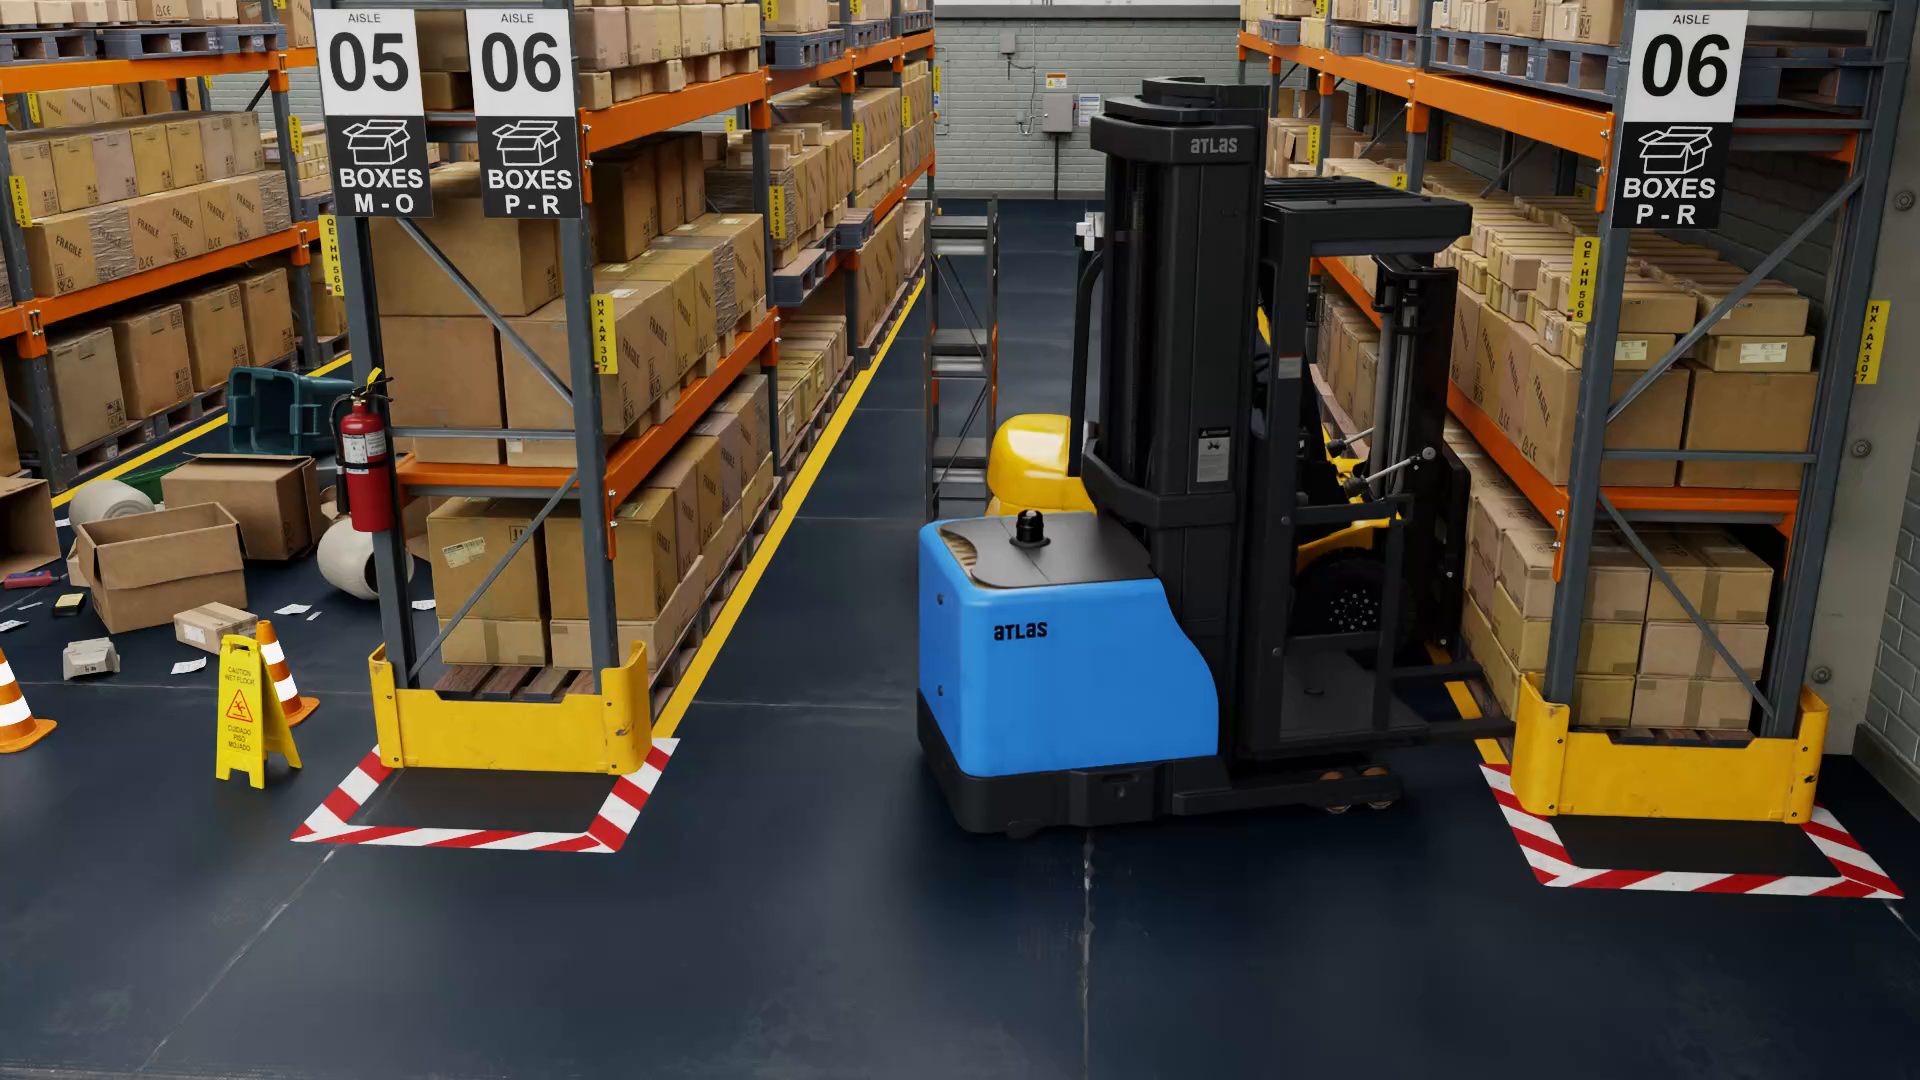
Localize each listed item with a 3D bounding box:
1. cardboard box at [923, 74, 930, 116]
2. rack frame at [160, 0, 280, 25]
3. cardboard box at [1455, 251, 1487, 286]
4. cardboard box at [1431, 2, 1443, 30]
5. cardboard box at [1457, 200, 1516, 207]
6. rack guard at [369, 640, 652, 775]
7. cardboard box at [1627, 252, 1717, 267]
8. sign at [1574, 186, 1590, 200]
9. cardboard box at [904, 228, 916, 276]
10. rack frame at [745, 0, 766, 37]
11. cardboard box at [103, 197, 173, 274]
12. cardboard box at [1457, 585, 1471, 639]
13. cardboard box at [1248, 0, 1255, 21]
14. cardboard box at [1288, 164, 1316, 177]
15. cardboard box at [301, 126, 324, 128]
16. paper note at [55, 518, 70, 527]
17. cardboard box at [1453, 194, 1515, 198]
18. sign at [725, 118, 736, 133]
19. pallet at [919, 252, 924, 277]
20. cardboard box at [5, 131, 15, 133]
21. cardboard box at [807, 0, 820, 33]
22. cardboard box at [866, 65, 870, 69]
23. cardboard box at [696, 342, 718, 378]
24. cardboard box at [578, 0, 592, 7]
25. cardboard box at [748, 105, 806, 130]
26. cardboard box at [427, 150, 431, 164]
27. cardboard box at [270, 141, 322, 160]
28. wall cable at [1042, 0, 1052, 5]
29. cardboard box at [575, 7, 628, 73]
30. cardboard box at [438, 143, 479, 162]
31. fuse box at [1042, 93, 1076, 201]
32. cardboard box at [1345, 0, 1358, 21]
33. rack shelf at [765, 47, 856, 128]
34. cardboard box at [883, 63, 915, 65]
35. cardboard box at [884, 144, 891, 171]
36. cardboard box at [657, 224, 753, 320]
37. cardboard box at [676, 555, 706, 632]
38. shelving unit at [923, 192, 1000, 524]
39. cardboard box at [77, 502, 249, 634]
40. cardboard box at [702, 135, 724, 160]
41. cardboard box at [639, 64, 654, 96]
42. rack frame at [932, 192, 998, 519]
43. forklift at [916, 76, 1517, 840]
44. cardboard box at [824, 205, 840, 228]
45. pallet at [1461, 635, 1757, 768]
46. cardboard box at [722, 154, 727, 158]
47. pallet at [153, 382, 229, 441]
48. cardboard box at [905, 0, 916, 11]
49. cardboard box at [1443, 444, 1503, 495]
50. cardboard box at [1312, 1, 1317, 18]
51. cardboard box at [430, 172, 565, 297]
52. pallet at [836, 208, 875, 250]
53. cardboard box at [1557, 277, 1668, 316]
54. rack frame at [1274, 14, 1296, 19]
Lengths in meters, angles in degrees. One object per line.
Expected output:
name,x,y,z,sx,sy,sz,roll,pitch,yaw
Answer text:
cardboard box,-0.652,-5.612,20.966,0.500,0.500,0.500,1,18,4
rack frame,-6.365,-5.853,13.833,1.000,3.000,0.127,1,18,4
cardboard box,2.838,-1.436,8.787,0.380,0.149,0.250,1,18,2
cardboard box,2.909,-2.991,9.486,0.380,0.149,0.250,2,18,5
cardboard box,3.014,-1.892,9.699,0.380,0.149,0.250,2,18,5
rack guard,-1.989,0.726,7.404,1.175,0.500,0.348,1,18,4
cardboard box,3.278,-1.247,7.731,0.380,0.149,0.250,2,18,6
sign,3.798,-2.008,10.216,0.100,0.325,0.005,1,18,4
cardboard box,-0.982,-3.340,19.238,0.875,0.438,0.875,1,18,3
rack frame,-1.707,-4.531,9.800,1.000,3.000,0.127,1,18,4
cardboard box,-6.272,-2.276,12.392,0.500,0.500,0.500,1,18,4
cardboard box,2.766,0.316,8.382,0.500,0.250,0.500,1,18,5
cardboard box,3.735,-6.345,19.914,0.500,0.250,0.500,1,18,2
cardboard box,3.284,-3.276,15.171,0.500,0.250,0.500,0,18,1
cardboard box,-6.638,-4.172,17.111,0.380,0.149,0.250,1,18,3
paper note,-5.797,-0.120,10.739,0.147,0.020,0.142,-13,22,-34
cardboard box,3.571,-2.270,11.332,0.380,0.149,0.250,1,18,3
sign,-1.974,-3.484,14.380,0.100,0.325,0.005,1,18,4
pallet,-0.916,-3.454,20.626,1.003,0.211,1.213,1,18,4
cardboard box,-10.779,-4.282,18.514,0.500,0.500,0.500,1,18,4
cardboard box,-1.230,-3.564,11.232,0.500,0.250,0.500,1,18,3
cardboard box,-1.272,-5.571,19.800,0.380,0.149,0.250,1,18,4
cardboard box,-1.526,-0.979,8.998,0.380,0.149,0.250,1,18,4
cardboard box,-1.763,-2.308,6.954,0.380,0.149,0.250,1,18,4
cardboard box,-1.644,-3.612,14.862,0.500,0.500,0.500,1,18,2
cardboard box,-5.927,-4.116,17.896,0.380,0.149,0.250,1,18,4
cardboard box,-6.122,-3.587,15.328,0.380,0.149,0.250,1,18,2
wall cable,2.806,-9.957,26.300,2.988,3.039,0.133,1,18,4
cardboard box,-1.692,-2.084,6.911,0.500,0.250,0.500,1,18,3
cardboard box,-5.791,-4.581,18.949,0.500,0.500,0.500,1,18,3
fuse box,1.619,-6.455,27.374,0.539,1.711,0.414,1,18,4
cardboard box,3.299,-4.155,12.472,0.700,0.500,0.500,1,18,3
rack shelf,-1.564,-3.385,12.275,1.077,0.370,4.000,1,18,4
cardboard box,-0.750,-5.804,20.511,0.380,0.149,0.250,1,18,3
cardboard box,-0.982,-3.873,16.862,0.500,0.250,0.500,2,18,5
cardboard box,-1.521,-1.566,9.746,0.500,0.500,0.500,2,18,6
cardboard box,-1.616,0.266,8.535,0.500,0.250,0.500,2,18,6
shelving unit,0.012,-1.049,10.253,0.431,2.100,0.503,1,18,4
cardboard box,-4.393,0.146,9.169,0.797,0.503,0.637,-13,22,-34
cardboard box,-1.863,-2.740,11.613,0.380,0.149,0.250,1,18,2
cardboard box,-1.655,-2.165,7.799,0.380,0.149,0.250,1,18,2
rack frame,0.029,-1.125,10.484,0.400,2.100,0.015,1,18,4
forklift,1.377,-0.410,6.968,3.031,2.935,1.130,-4,19,-12
cardboard box,-1.161,-2.568,13.172,0.380,0.149,0.250,2,18,5
pallet,2.970,0.758,7.770,1.003,0.211,1.213,1,18,4
cardboard box,-1.826,-2.532,12.019,0.500,0.500,0.500,2,18,6
pallet,-6.587,-1.056,13.306,1.003,0.211,1.213,1,18,4
cardboard box,-0.740,-6.687,20.764,0.380,0.149,0.250,0,18,0
cardboard box,2.780,-0.319,8.716,0.500,0.250,0.500,1,18,3
cardboard box,3.434,-4.871,15.255,0.380,0.149,0.250,2,18,6
cardboard box,-2.131,-1.423,7.703,0.700,0.500,0.500,1,18,4
pallet,-1.365,-2.608,13.873,1.213,0.211,1.003,1,18,4
cardboard box,2.759,-1.019,7.035,0.380,0.149,0.250,1,18,4
rack frame,3.817,-6.906,17.048,1.000,3.000,0.127,1,18,4
